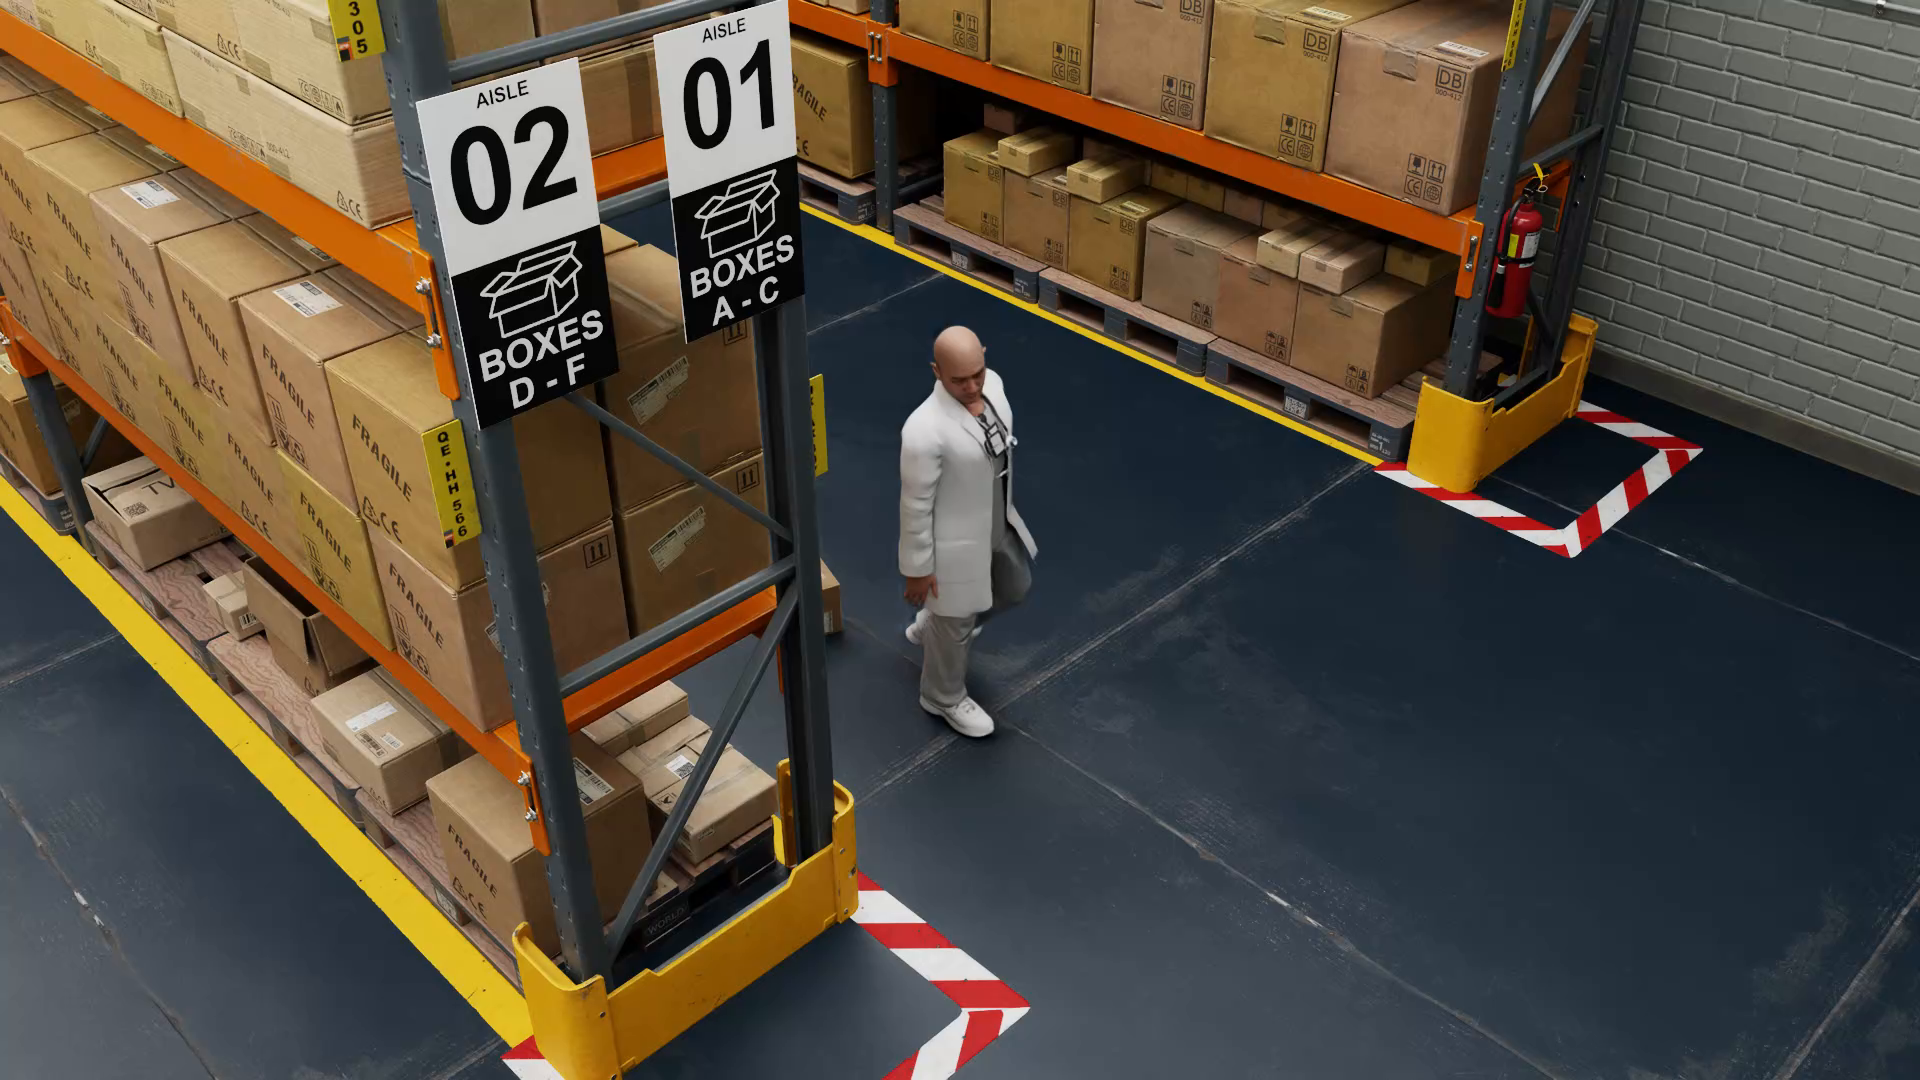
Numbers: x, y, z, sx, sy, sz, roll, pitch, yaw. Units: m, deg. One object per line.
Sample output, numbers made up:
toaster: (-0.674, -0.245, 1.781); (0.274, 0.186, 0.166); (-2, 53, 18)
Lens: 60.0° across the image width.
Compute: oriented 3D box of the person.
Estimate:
person: (-0.020, -0.058, 6.222); (0.560, 1.773, 0.752); (19, 39, 25)
